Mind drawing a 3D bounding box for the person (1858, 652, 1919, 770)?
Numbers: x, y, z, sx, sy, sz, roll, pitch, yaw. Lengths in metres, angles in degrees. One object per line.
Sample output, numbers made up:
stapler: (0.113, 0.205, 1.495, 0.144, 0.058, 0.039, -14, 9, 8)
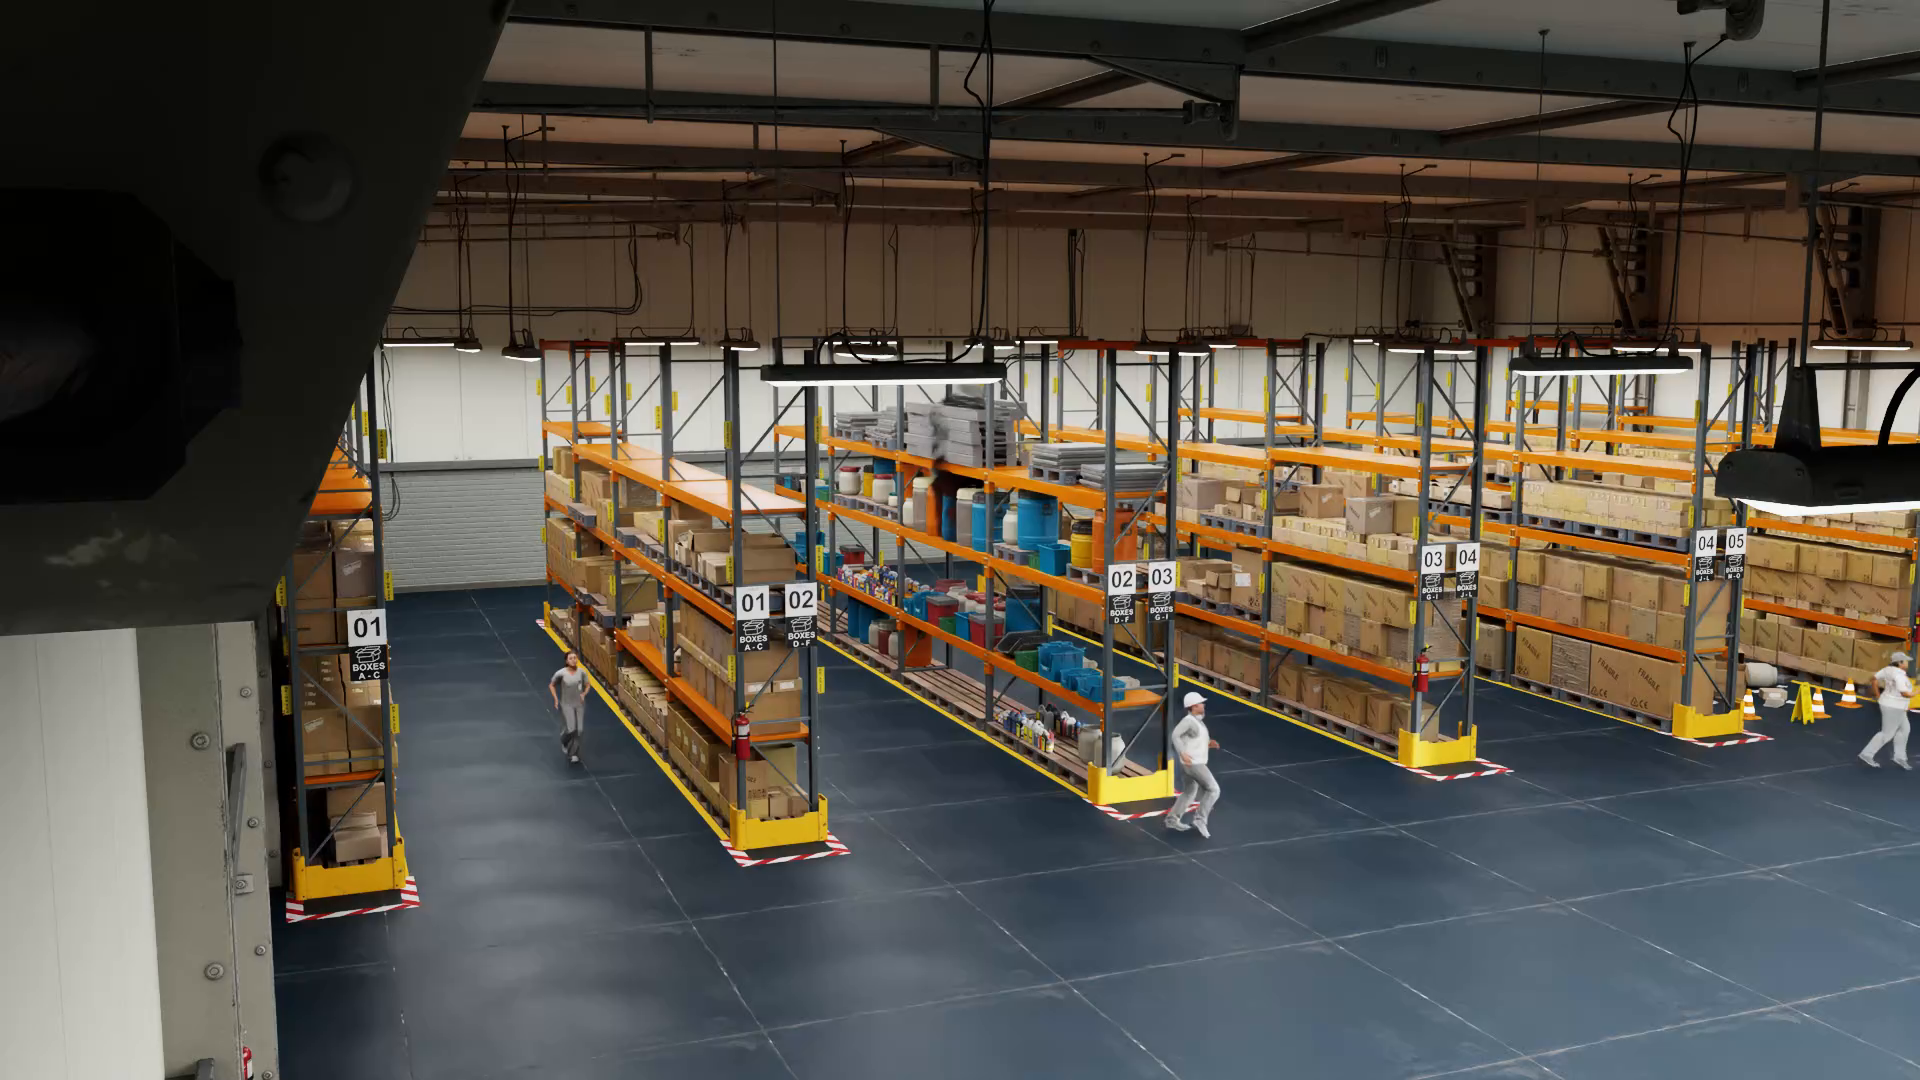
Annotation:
person: (13.245, 2.445, 23.643, 0.795, 1.736, 0.595, 2, 8, 16)

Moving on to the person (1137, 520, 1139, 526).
person: (4.035, 0.331, 39.705, 0.799, 1.709, 0.593, 0, 7, 1)

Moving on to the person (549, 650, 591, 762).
person: (-5.600, 2.407, 24.038, 0.566, 1.630, 0.557, -4, 8, -28)

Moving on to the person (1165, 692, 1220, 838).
person: (2.901, 2.786, 20.723, 0.678, 1.793, 0.651, 1, 7, 7)
